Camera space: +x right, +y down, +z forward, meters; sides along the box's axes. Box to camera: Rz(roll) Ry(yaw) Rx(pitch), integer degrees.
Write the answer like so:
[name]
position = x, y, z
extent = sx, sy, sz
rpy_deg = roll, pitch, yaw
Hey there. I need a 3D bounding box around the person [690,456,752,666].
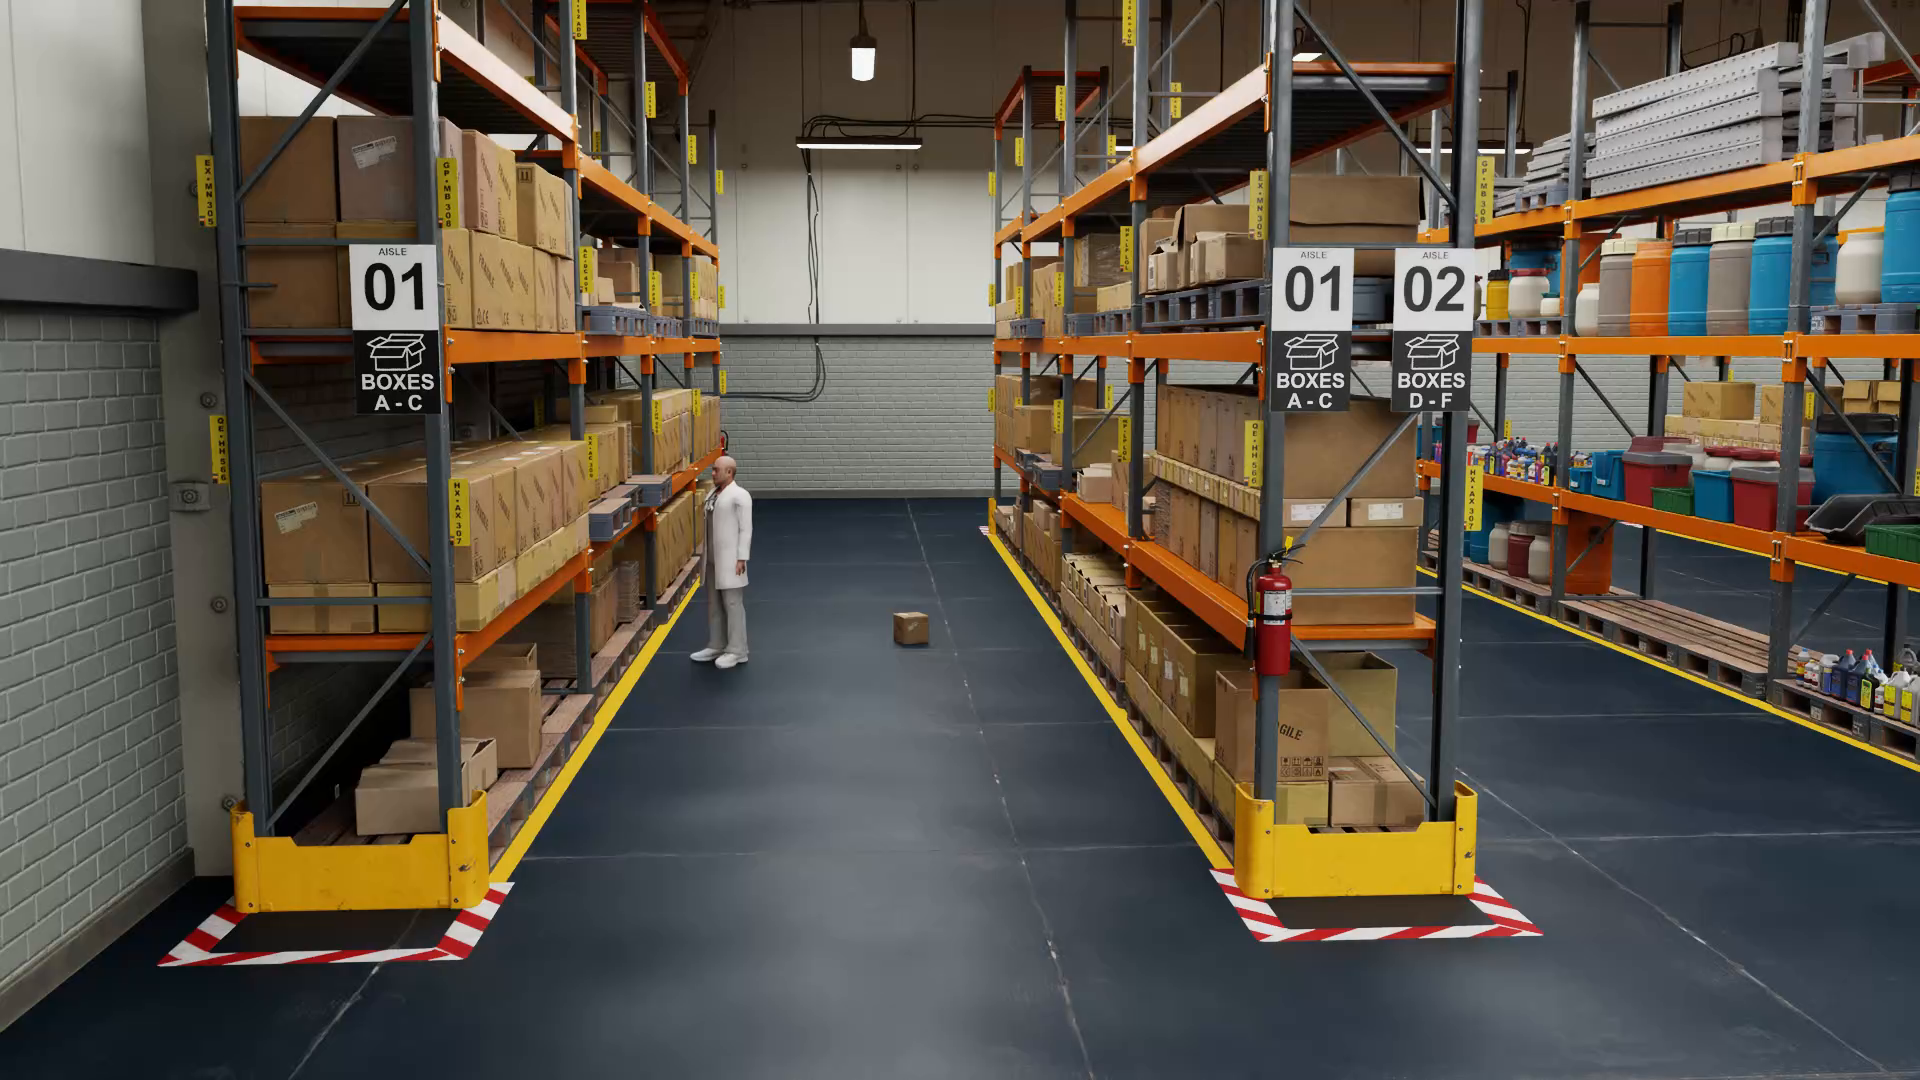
[person]
position = -2.050, 0.174, 14.281
extent = 0.376, 1.783, 0.565
rpy_deg = -6, 9, -44
